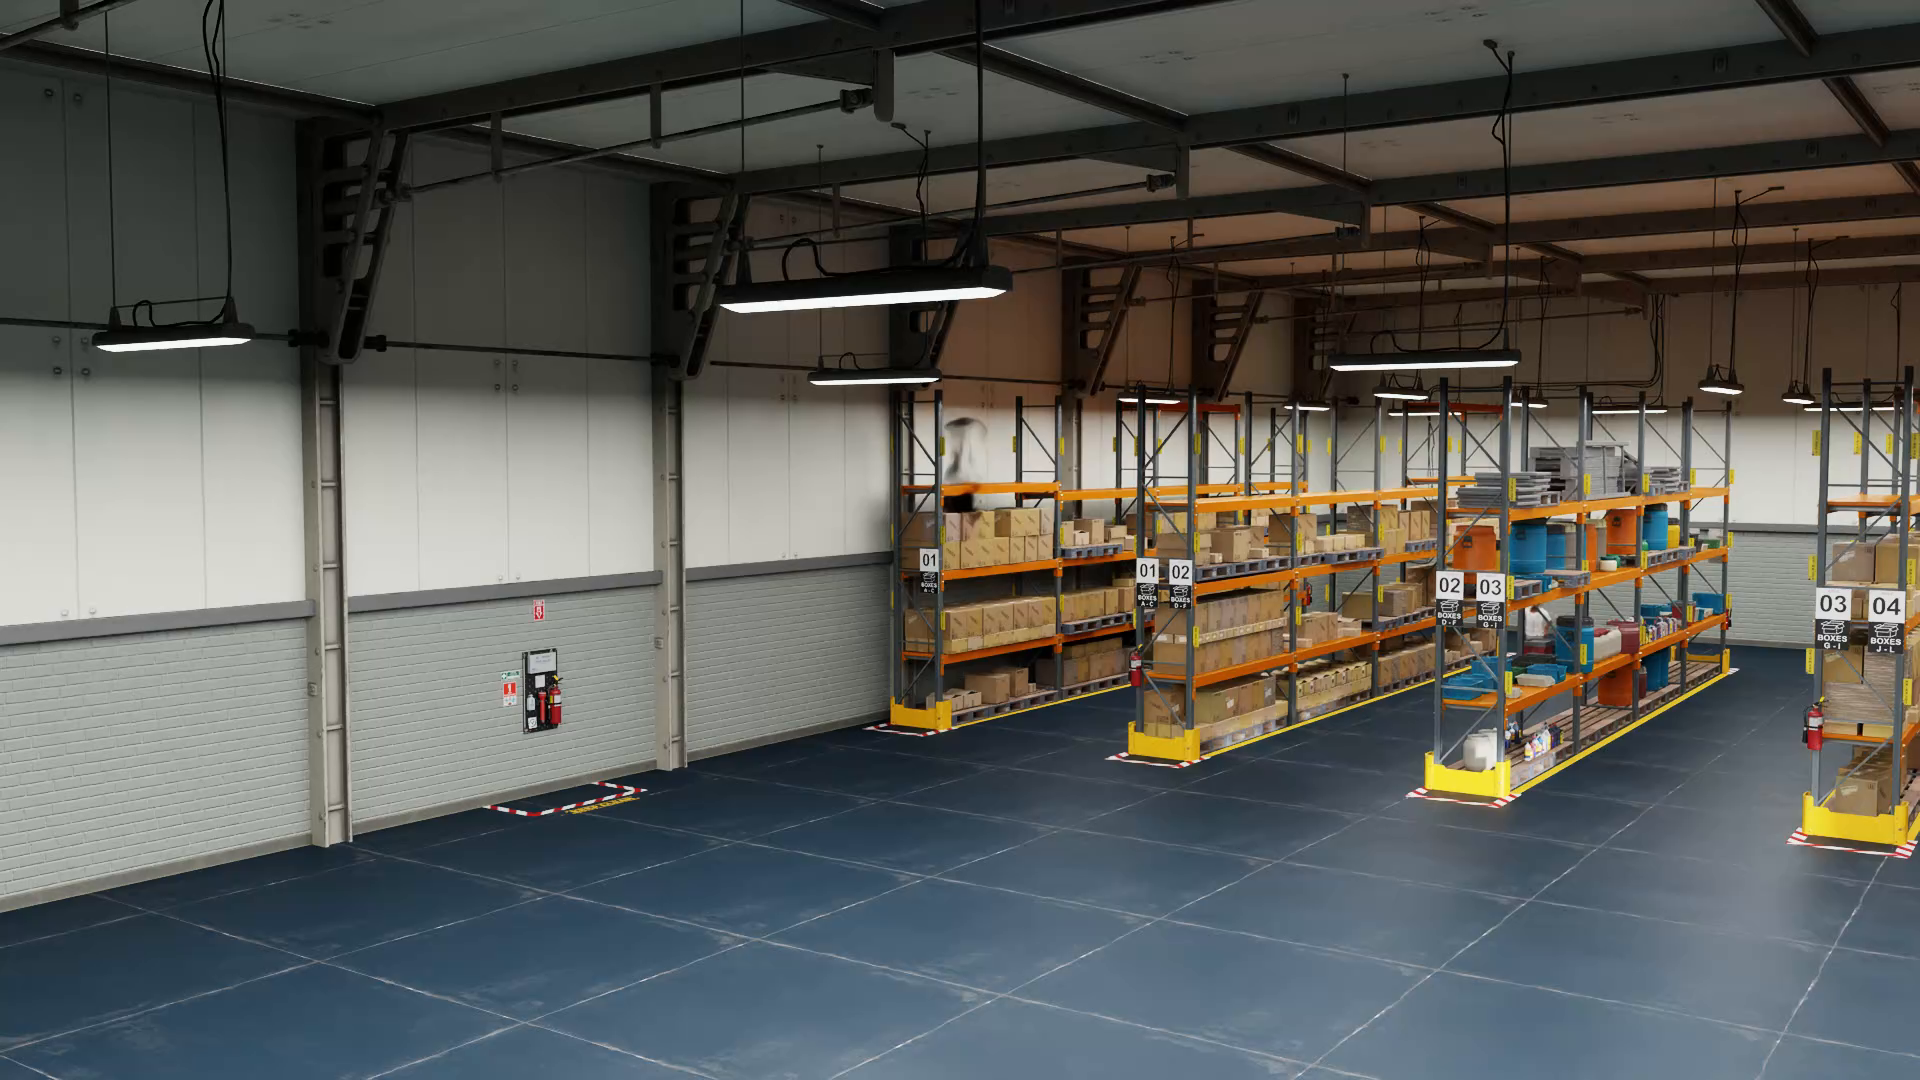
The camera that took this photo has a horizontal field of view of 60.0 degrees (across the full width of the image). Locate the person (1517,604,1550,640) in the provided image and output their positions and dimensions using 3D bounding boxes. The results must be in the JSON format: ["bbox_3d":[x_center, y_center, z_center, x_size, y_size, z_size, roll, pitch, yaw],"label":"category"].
[{"bbox_3d":[12.540,2.092,36.398,0.683,1.732,0.612,1,4,24],"label":"person"}]
